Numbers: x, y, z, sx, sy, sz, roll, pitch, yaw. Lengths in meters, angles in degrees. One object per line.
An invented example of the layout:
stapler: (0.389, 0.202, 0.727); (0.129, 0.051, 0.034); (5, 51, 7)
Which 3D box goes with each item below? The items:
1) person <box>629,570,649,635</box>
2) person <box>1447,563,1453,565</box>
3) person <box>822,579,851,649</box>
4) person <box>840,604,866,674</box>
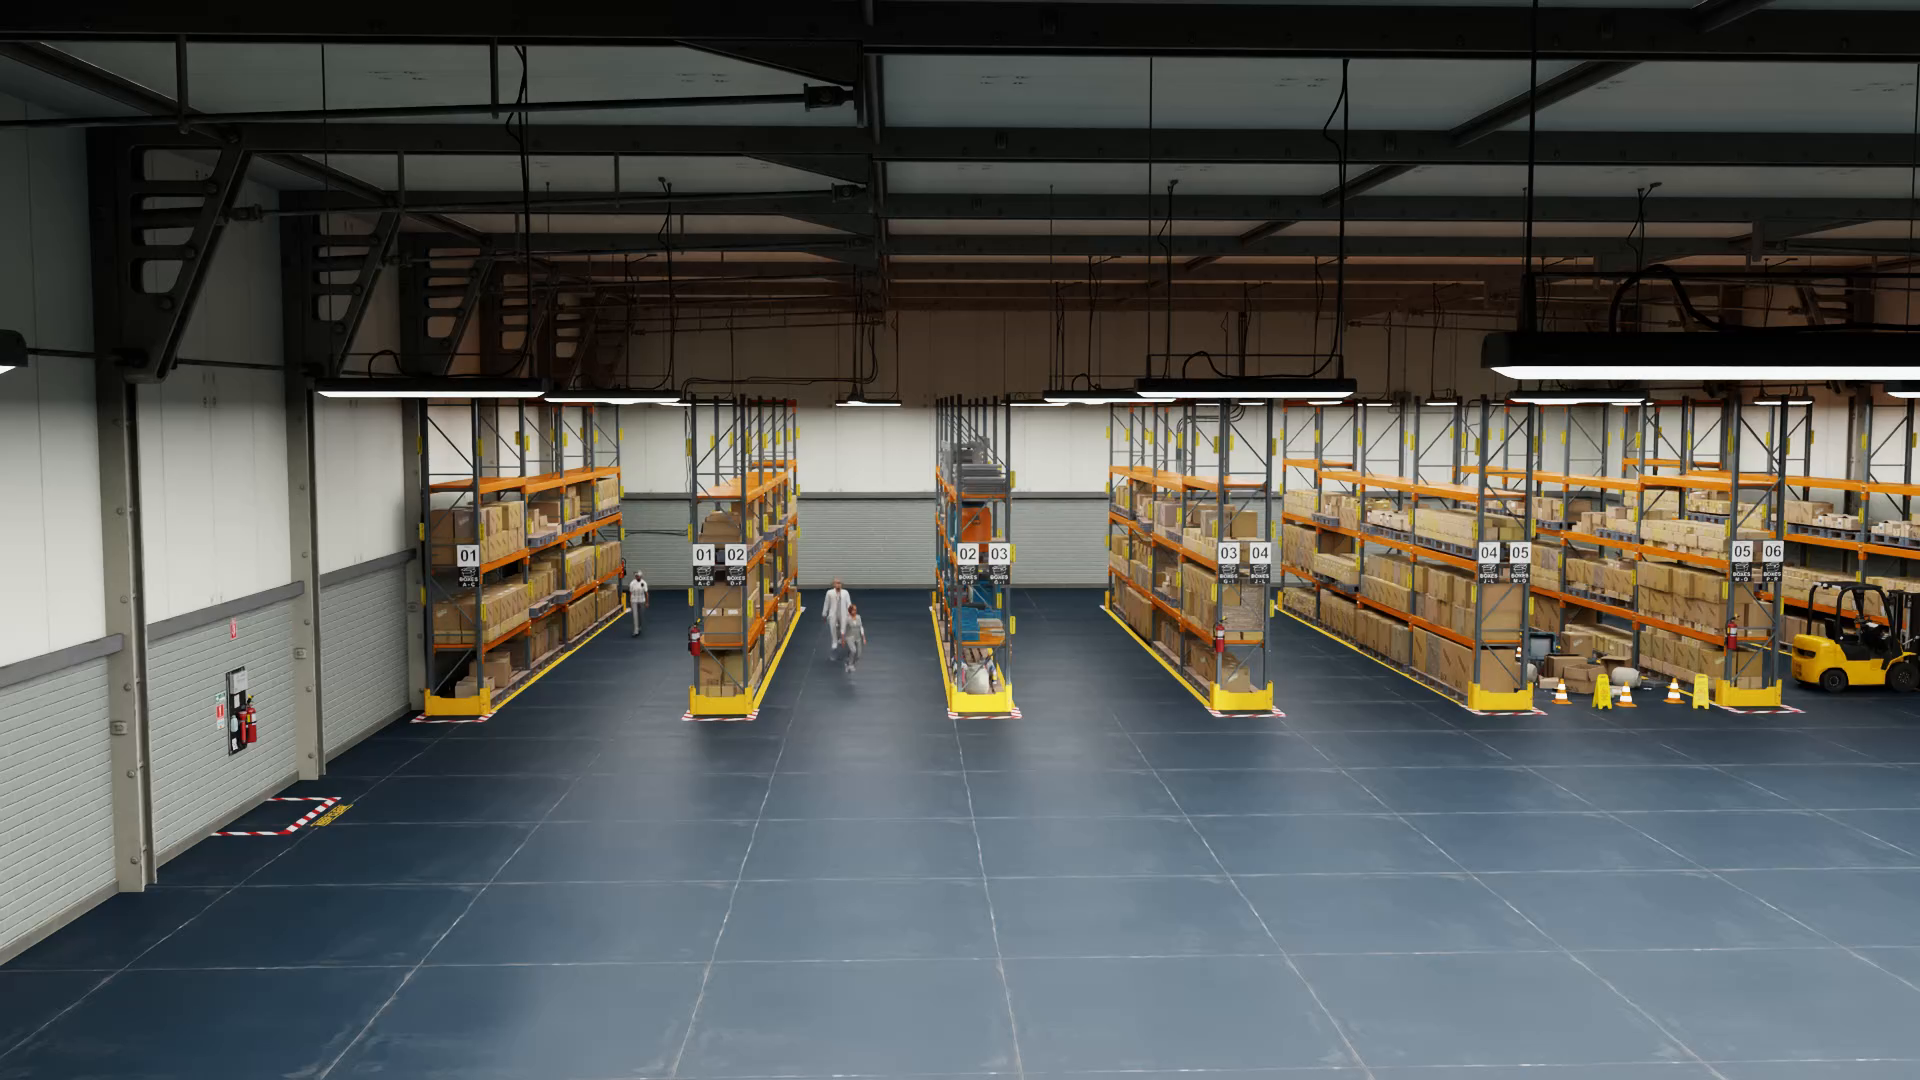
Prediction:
person: (-8.170, 1.569, 42.298); (0.486, 1.613, 1.068); (-1, 5, -17)
person: (13.077, 1.376, 44.167); (0.568, 1.785, 0.438); (-4, 6, -40)
person: (-2.817, 1.667, 38.244); (0.677, 1.559, 1.108); (-1, 5, -11)
person: (-2.231, 2.084, 34.707); (0.522, 1.516, 0.732); (-2, 5, -28)
